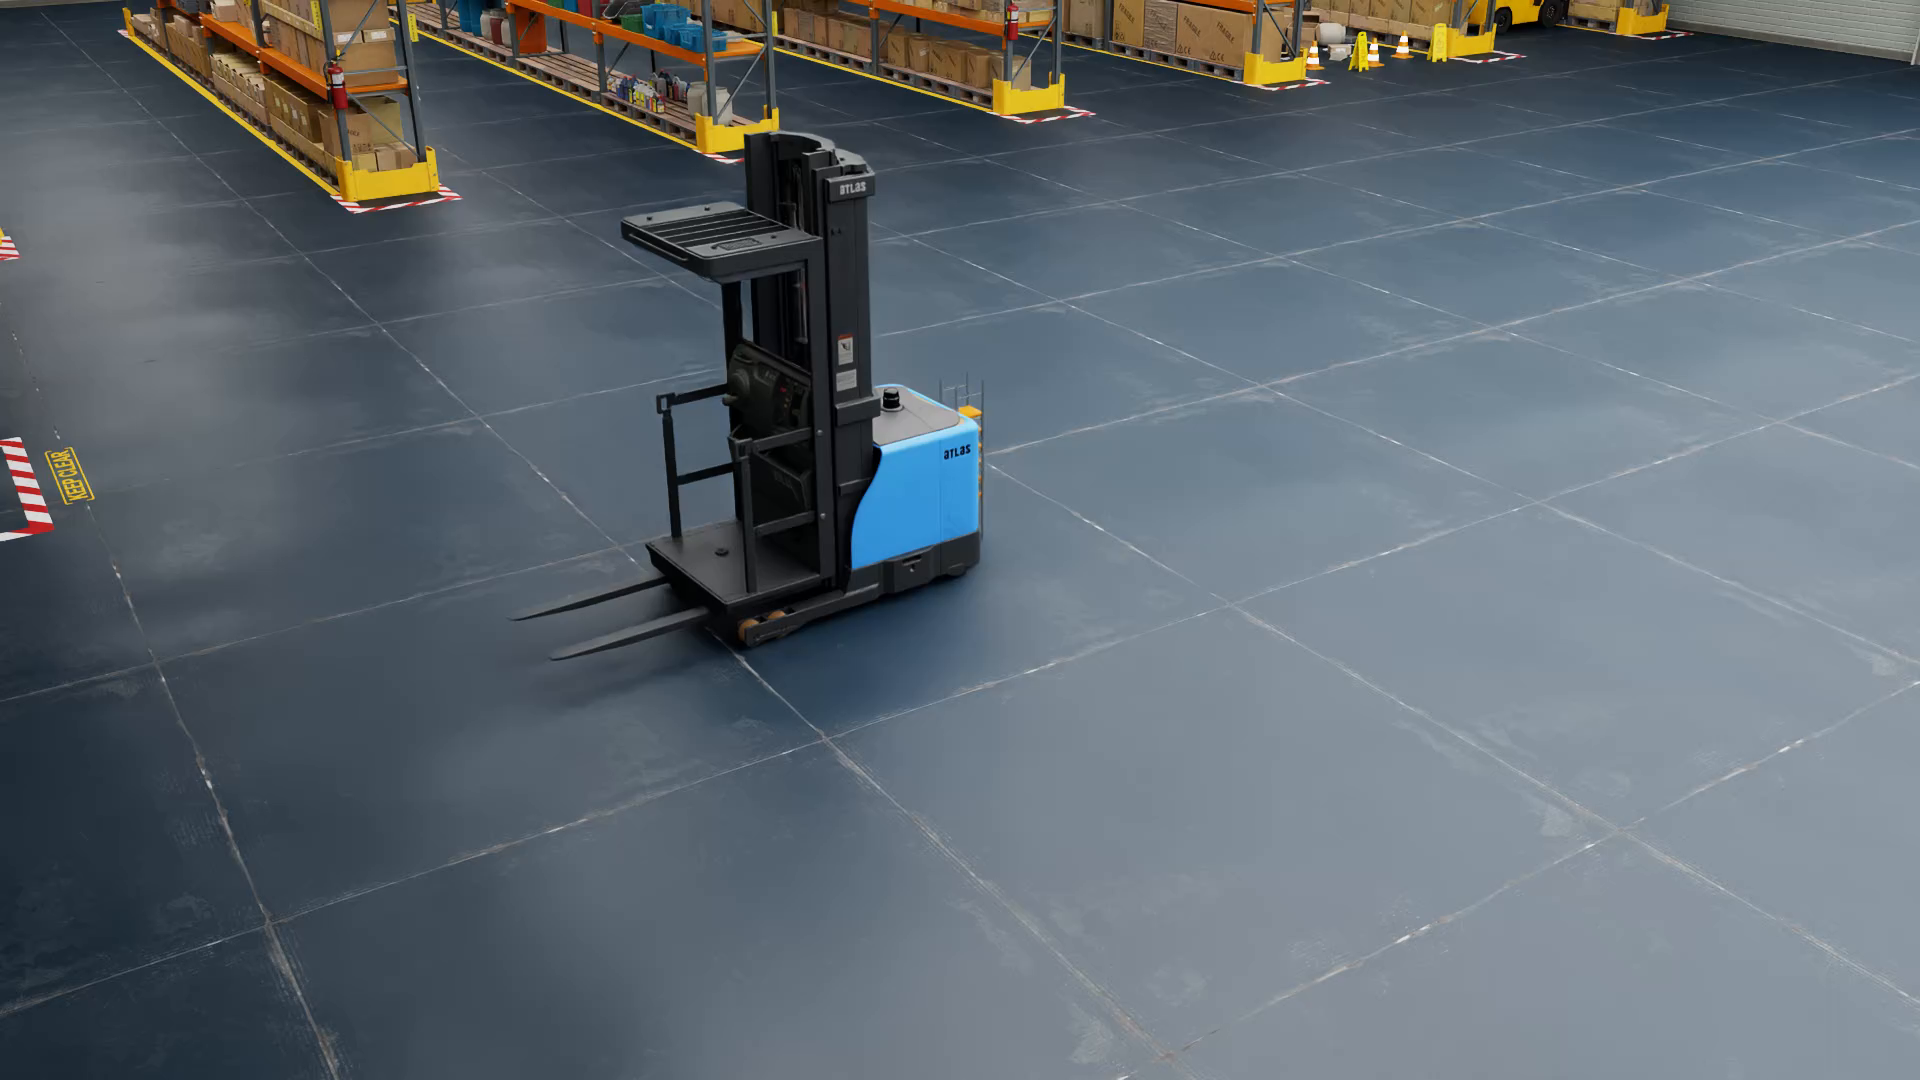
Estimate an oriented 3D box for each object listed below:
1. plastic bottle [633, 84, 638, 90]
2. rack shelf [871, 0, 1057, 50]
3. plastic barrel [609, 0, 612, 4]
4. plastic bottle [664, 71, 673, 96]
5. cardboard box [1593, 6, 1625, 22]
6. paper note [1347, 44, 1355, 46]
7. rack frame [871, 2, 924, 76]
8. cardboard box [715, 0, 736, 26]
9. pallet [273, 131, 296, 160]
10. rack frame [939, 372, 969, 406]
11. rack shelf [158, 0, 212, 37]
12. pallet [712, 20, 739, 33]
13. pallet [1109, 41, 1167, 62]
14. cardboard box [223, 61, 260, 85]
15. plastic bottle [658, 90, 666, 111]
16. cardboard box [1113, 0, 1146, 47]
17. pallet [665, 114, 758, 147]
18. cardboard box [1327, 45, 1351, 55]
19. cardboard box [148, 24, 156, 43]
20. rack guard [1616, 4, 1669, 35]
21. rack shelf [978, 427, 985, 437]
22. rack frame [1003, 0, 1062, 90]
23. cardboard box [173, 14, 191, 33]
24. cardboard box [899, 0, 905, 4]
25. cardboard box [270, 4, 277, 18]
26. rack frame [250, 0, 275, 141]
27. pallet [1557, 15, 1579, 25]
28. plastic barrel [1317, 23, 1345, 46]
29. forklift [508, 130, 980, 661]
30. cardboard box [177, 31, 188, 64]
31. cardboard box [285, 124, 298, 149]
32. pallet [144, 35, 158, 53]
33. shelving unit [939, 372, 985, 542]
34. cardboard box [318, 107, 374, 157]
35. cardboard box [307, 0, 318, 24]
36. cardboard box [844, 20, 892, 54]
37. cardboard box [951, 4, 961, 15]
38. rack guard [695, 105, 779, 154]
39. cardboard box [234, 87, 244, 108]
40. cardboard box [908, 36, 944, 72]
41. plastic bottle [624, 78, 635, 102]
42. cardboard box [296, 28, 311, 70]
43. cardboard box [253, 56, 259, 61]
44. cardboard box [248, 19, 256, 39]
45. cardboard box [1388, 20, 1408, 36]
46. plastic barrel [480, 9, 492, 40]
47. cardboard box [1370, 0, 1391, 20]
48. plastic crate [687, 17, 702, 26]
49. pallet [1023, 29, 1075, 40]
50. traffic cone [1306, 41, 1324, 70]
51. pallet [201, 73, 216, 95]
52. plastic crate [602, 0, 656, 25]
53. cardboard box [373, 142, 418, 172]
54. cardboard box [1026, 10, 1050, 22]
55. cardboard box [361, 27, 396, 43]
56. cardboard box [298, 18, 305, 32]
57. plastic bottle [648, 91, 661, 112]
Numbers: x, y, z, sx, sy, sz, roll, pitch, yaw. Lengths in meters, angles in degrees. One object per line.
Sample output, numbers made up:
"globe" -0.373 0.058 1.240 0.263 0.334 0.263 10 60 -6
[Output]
"plastic bottle" -4.914 -6.787 25.256 0.097 0.271 0.097 0 25 0
"rack shelf" 0.020 -8.432 26.904 1.077 0.370 4.000 -16 29 -30
"plastic barrel" -5.560 -8.774 26.624 0.433 0.535 0.433 0 25 0
"plastic bottle" -4.523 -7.088 25.801 0.144 0.351 0.185 -17 30 -32
"cardboard box" 13.051 -10.551 33.277 0.500 0.250 0.500 -15 29 -29
"paper note" 7.422 -9.428 31.648 0.148 0.019 0.142 18 31 33
"rack frame" -1.071 -9.473 28.265 1.000 3.000 0.127 -16 29 -30
"cardboard box" -4.094 -10.705 32.872 1.225 0.875 0.875 -15 29 -29
"pallet" -8.974 -5.611 23.350 1.003 0.211 1.213 -16 29 -30
"rack frame" -0.039 -0.572 11.518 0.240 1.200 0.006 -17 30 -31
"rack shelf" -12.649 -8.986 28.077 1.077 0.370 4.000 -16 29 -30
"pallet" -4.284 -10.378 33.449 1.003 0.211 1.213 -16 29 -30
"pallet" 3.489 -9.042 30.618 1.003 0.211 1.213 -16 29 -30
"cardboard box" -10.947 -7.172 25.463 0.500 0.311 0.500 -16 30 -31
"plastic bottle" -4.433 -6.535 24.708 0.061 0.283 0.133 -16 29 -30
"cardboard box" 3.424 -9.581 30.490 0.875 0.875 0.875 -15 29 -29
"pallet" -3.558 -5.935 24.037 1.003 0.211 1.213 -16 29 -30
"cardboard box" 7.008 -9.060 30.731 0.380 0.149 0.250 -1 25 -3
"cardboard box" -14.699 -9.416 30.779 0.500 0.311 0.500 -16 29 -30
"rack guard" 13.585 -10.371 33.096 1.175 0.500 0.348 -16 29 -30
"rack shelf" 0.013 -0.717 11.367 0.258 0.103 0.180 -17 30 -31
"rack frame" 1.112 -8.042 25.235 1.000 3.000 0.127 -16 29 -30
"cardboard box" -13.135 -8.847 28.474 0.500 0.250 0.500 -15 29 -29
"cardboard box" -0.776 -8.950 27.451 0.380 0.149 0.250 -16 29 -30
"cardboard box" -9.110 -7.181 22.534 0.380 0.149 0.250 -16 30 -31
"rack frame" -9.373 -7.166 23.378 1.000 3.000 0.127 -16 29 -30
"pallet" 12.458 -10.949 34.658 1.003 0.211 1.213 -16 29 -30
"plastic barrel" 7.019 -9.573 31.494 0.512 0.421 0.421 3 25 6
"forklift" -1.355 -0.919 10.226 3.031 2.935 1.130 -17 30 -32
"cardboard box" -13.114 -8.497 28.611 0.500 0.500 0.500 -15 29 -29
"cardboard box" -8.837 -5.516 22.611 0.500 0.250 0.500 -16 29 -30
"pallet" -14.785 -9.449 31.481 1.003 0.211 1.213 -16 29 -30
"shelving unit" 0.013 -0.540 11.451 0.258 1.200 0.189 -17 30 -31
"cardboard box" -7.732 -5.143 20.944 0.500 0.500 0.500 -16 29 -30
"cardboard box" -7.754 -6.743 20.845 0.700 0.500 0.500 -16 30 -31
"cardboard box" -1.633 -8.941 29.552 0.700 0.500 0.500 -16 29 -30
"cardboard box" 0.088 -8.426 26.341 0.380 0.149 0.250 -16 29 -30
"rack guard" -3.119 -5.774 23.358 1.175 0.500 0.348 -16 29 -30
"cardboard box" -10.674 -6.740 25.204 0.500 0.250 0.500 -15 29 -29
"cardboard box" -0.568 -8.177 27.956 0.500 0.500 0.500 -6 26 -13
"plastic bottle" -5.025 -6.867 25.332 0.144 0.351 0.185 -17 30 -32
"cardboard box" -8.281 -6.503 21.858 0.700 0.500 0.500 -15 29 -28
"cardboard box" -10.776 -7.482 26.120 0.500 0.311 0.500 -16 30 -30
"cardboard box" -10.007 -7.377 23.982 0.396 0.266 0.258 -16 30 -31
"cardboard box" 8.472 -9.712 31.500 0.500 0.250 0.500 -15 29 -29
"plastic barrel" -8.686 -9.570 30.894 0.421 0.512 0.421 0 25 0
"cardboard box" 8.202 -10.231 31.722 0.500 0.500 0.500 -16 30 -31
"plastic crate" -4.123 -7.678 24.771 0.530 0.136 0.437 -16 29 -30
"pallet" 1.985 -10.027 32.705 1.003 0.211 1.213 -16 29 -30
"traffic cone" 6.223 -8.536 29.252 0.336 0.463 0.334 -16 29 -30
"pallet" -11.933 -7.611 27.588 1.003 0.211 1.213 -16 29 -30
"plastic crate" -5.042 -8.074 25.374 0.767 0.338 0.504 -16 29 -30
"cardboard box" -7.296 -4.925 21.361 0.500 0.250 0.500 -16 29 -30
"cardboard box" 1.156 -8.086 25.622 0.380 0.149 0.250 -16 29 -30
"cardboard box" -7.224 -6.264 20.591 0.380 0.149 0.250 -16 30 -30
"cardboard box" -8.266 -6.629 21.363 0.380 0.149 0.250 -15 29 -28
"plastic bottle" -4.522 -6.507 24.657 0.152 0.276 0.135 -15 29 -29
